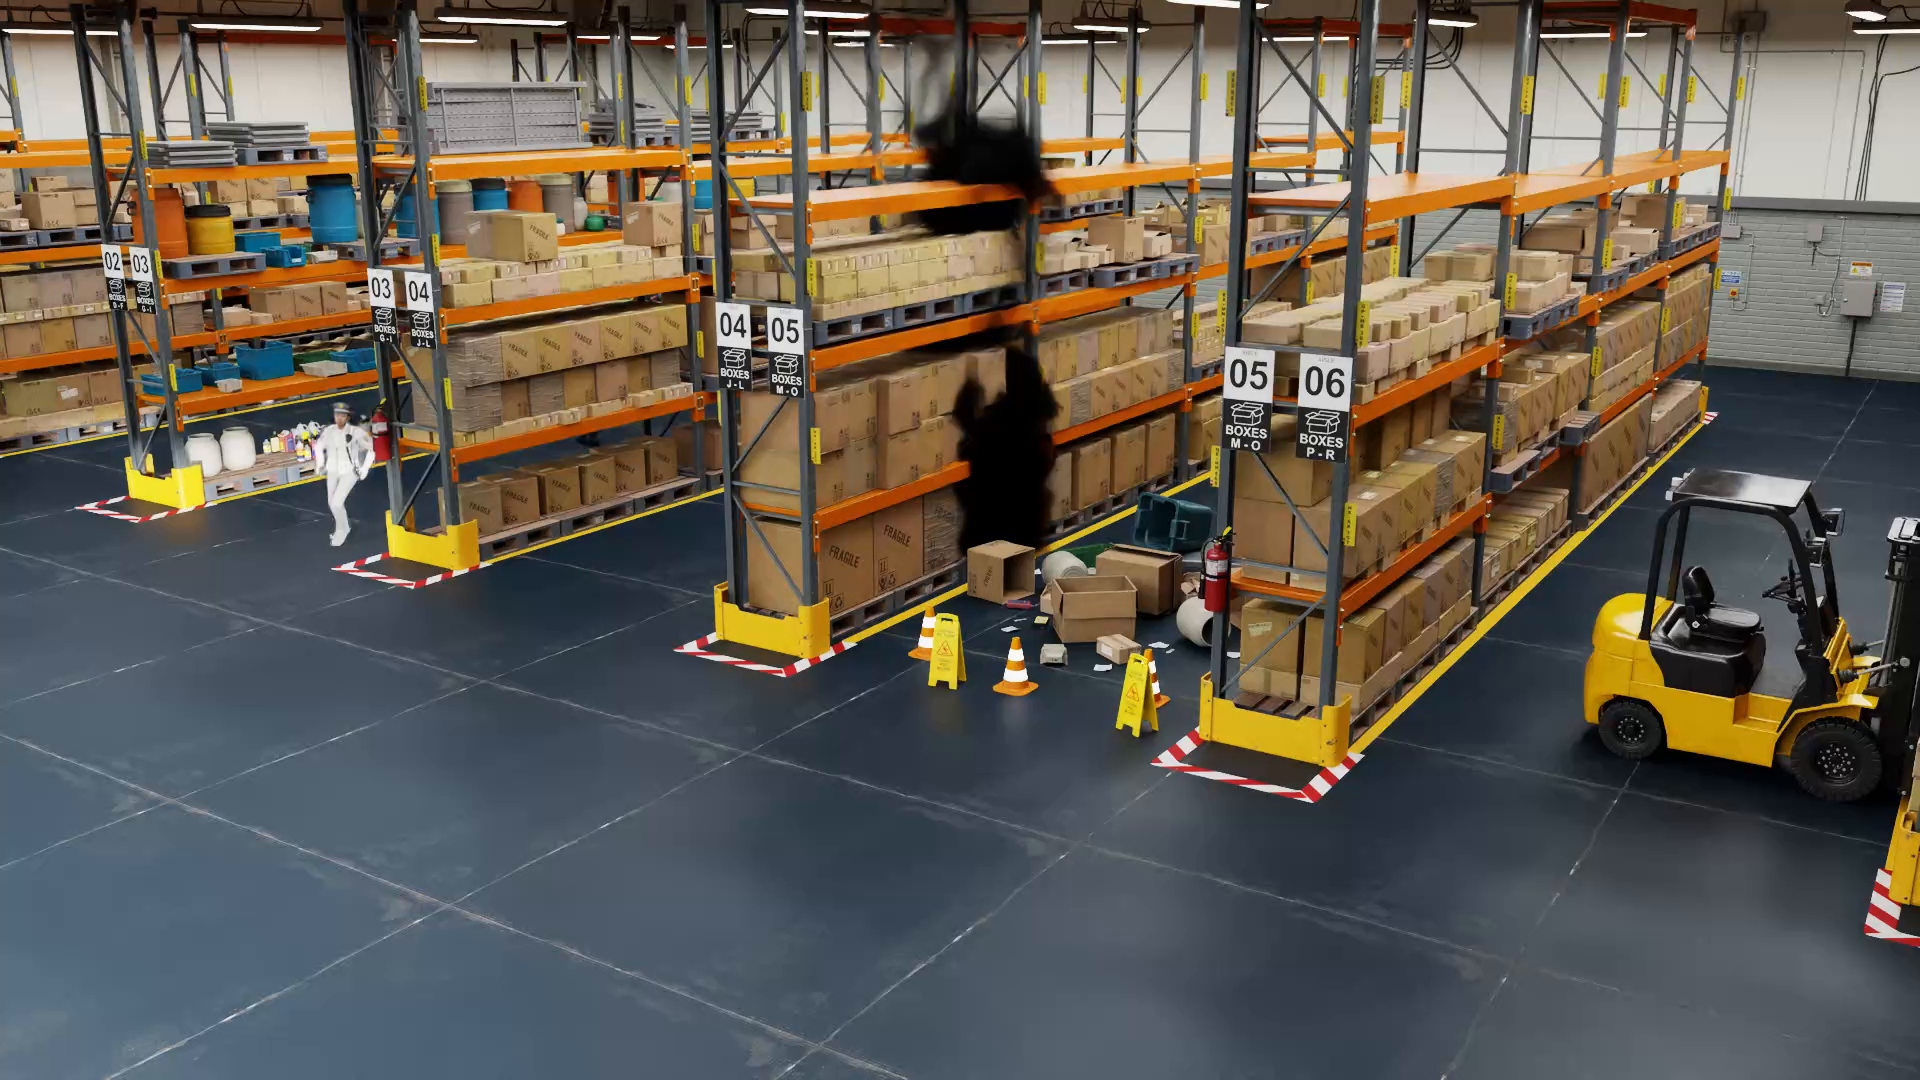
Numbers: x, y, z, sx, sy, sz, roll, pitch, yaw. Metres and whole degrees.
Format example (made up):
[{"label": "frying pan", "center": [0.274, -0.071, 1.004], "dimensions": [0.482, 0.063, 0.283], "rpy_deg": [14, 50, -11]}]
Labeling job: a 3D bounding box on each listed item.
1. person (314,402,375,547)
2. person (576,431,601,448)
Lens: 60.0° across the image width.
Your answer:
[{"label": "person", "center": [-6.981, -0.748, 18.843], "dimensions": [0.674, 1.667, 0.622], "rpy_deg": [3, 16, 12]}, {"label": "person", "center": [-4.964, -1.679, 22.372], "dimensions": [0.507, 1.552, 0.512], "rpy_deg": [6, 17, 22]}]
